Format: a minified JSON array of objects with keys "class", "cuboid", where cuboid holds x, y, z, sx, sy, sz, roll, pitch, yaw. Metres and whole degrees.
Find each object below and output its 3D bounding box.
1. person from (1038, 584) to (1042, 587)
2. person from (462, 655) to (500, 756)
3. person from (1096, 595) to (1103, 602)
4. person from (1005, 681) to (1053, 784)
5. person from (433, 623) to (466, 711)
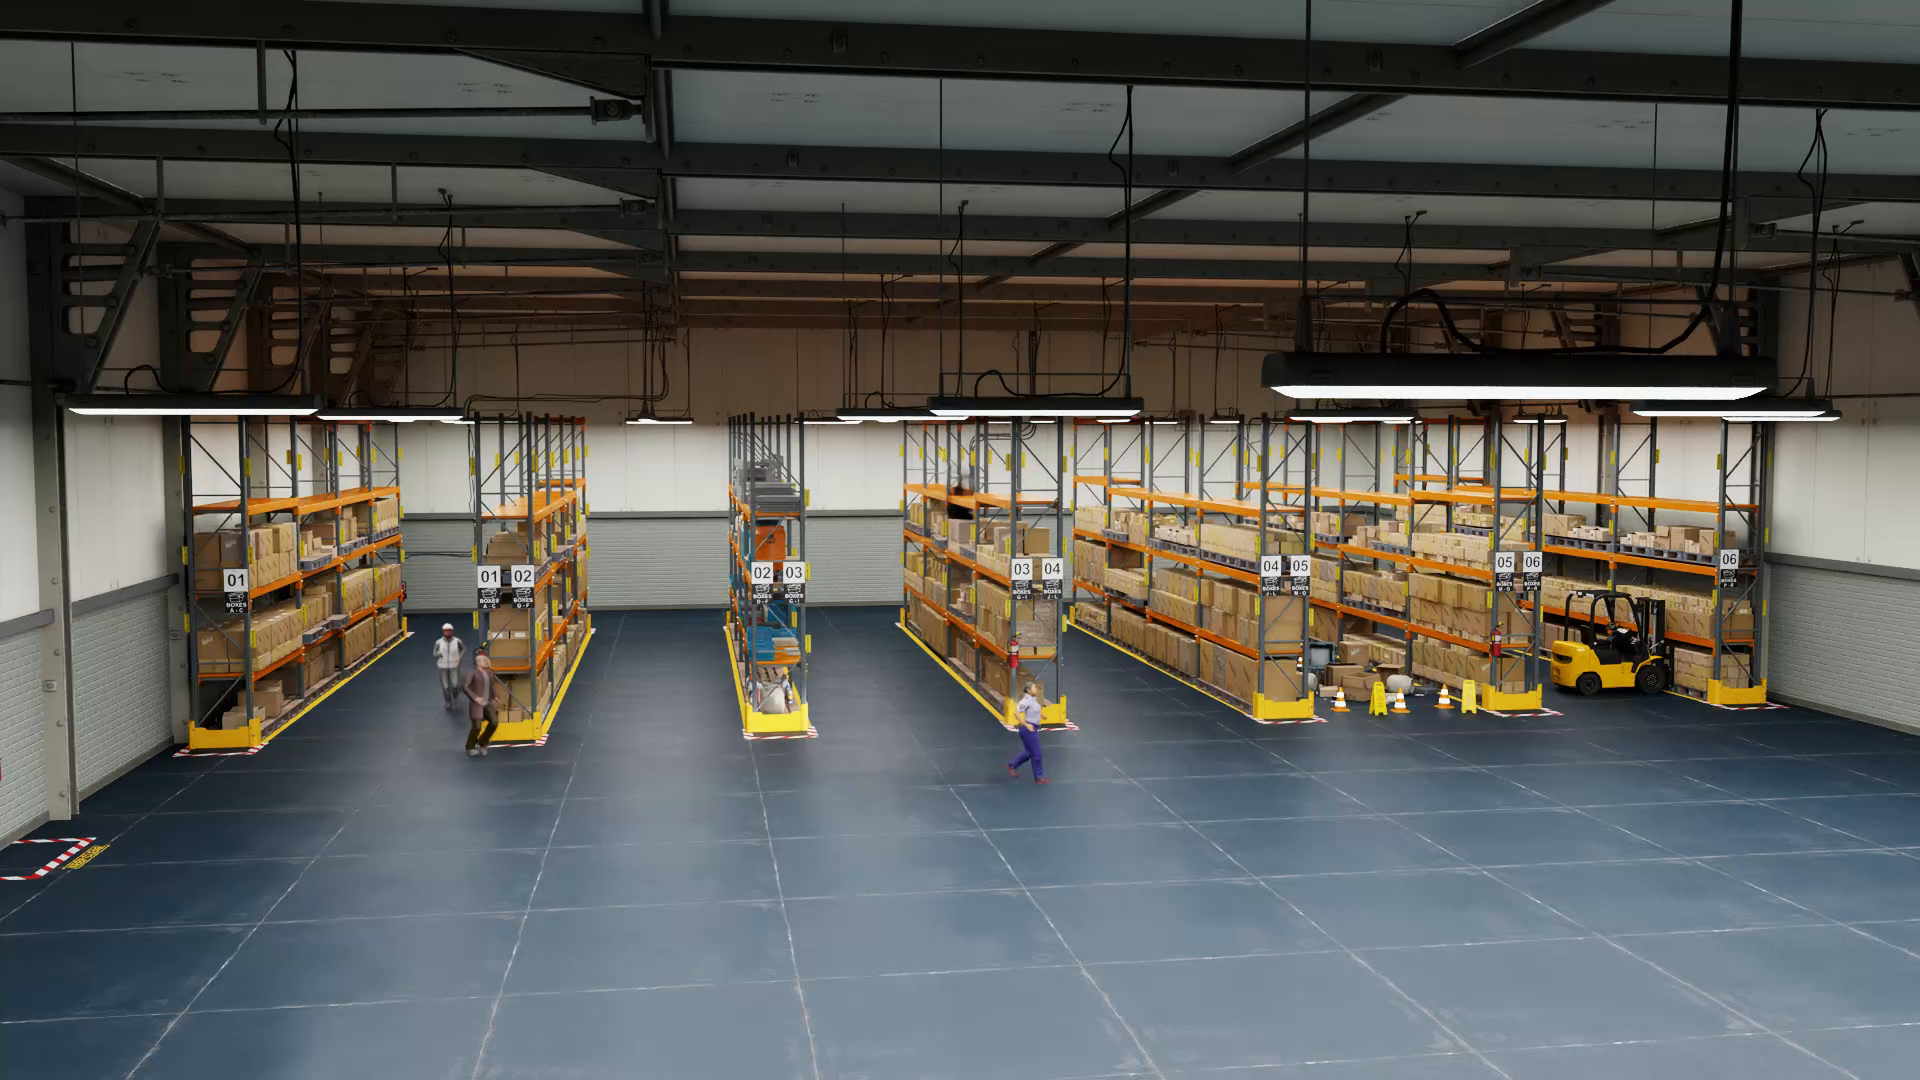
[{"class":"person","cuboid":[2.416,1.743,45.946,0.721,1.717,0.651,0,4,-2]},{"class":"person","cuboid":[-8.328,2.891,29.053,0.624,1.745,0.768,3,5,39]},{"class":"person","cuboid":[4.196,1.510,50.035,1.014,1.570,0.679,3,5,36]},{"class":"person","cuboid":[1.113,3.092,26.709,0.784,1.617,0.625,1,4,12]},{"class":"person","cuboid":[-10.283,2.570,33.490,0.642,1.767,0.647,-1,4,-13]}]
